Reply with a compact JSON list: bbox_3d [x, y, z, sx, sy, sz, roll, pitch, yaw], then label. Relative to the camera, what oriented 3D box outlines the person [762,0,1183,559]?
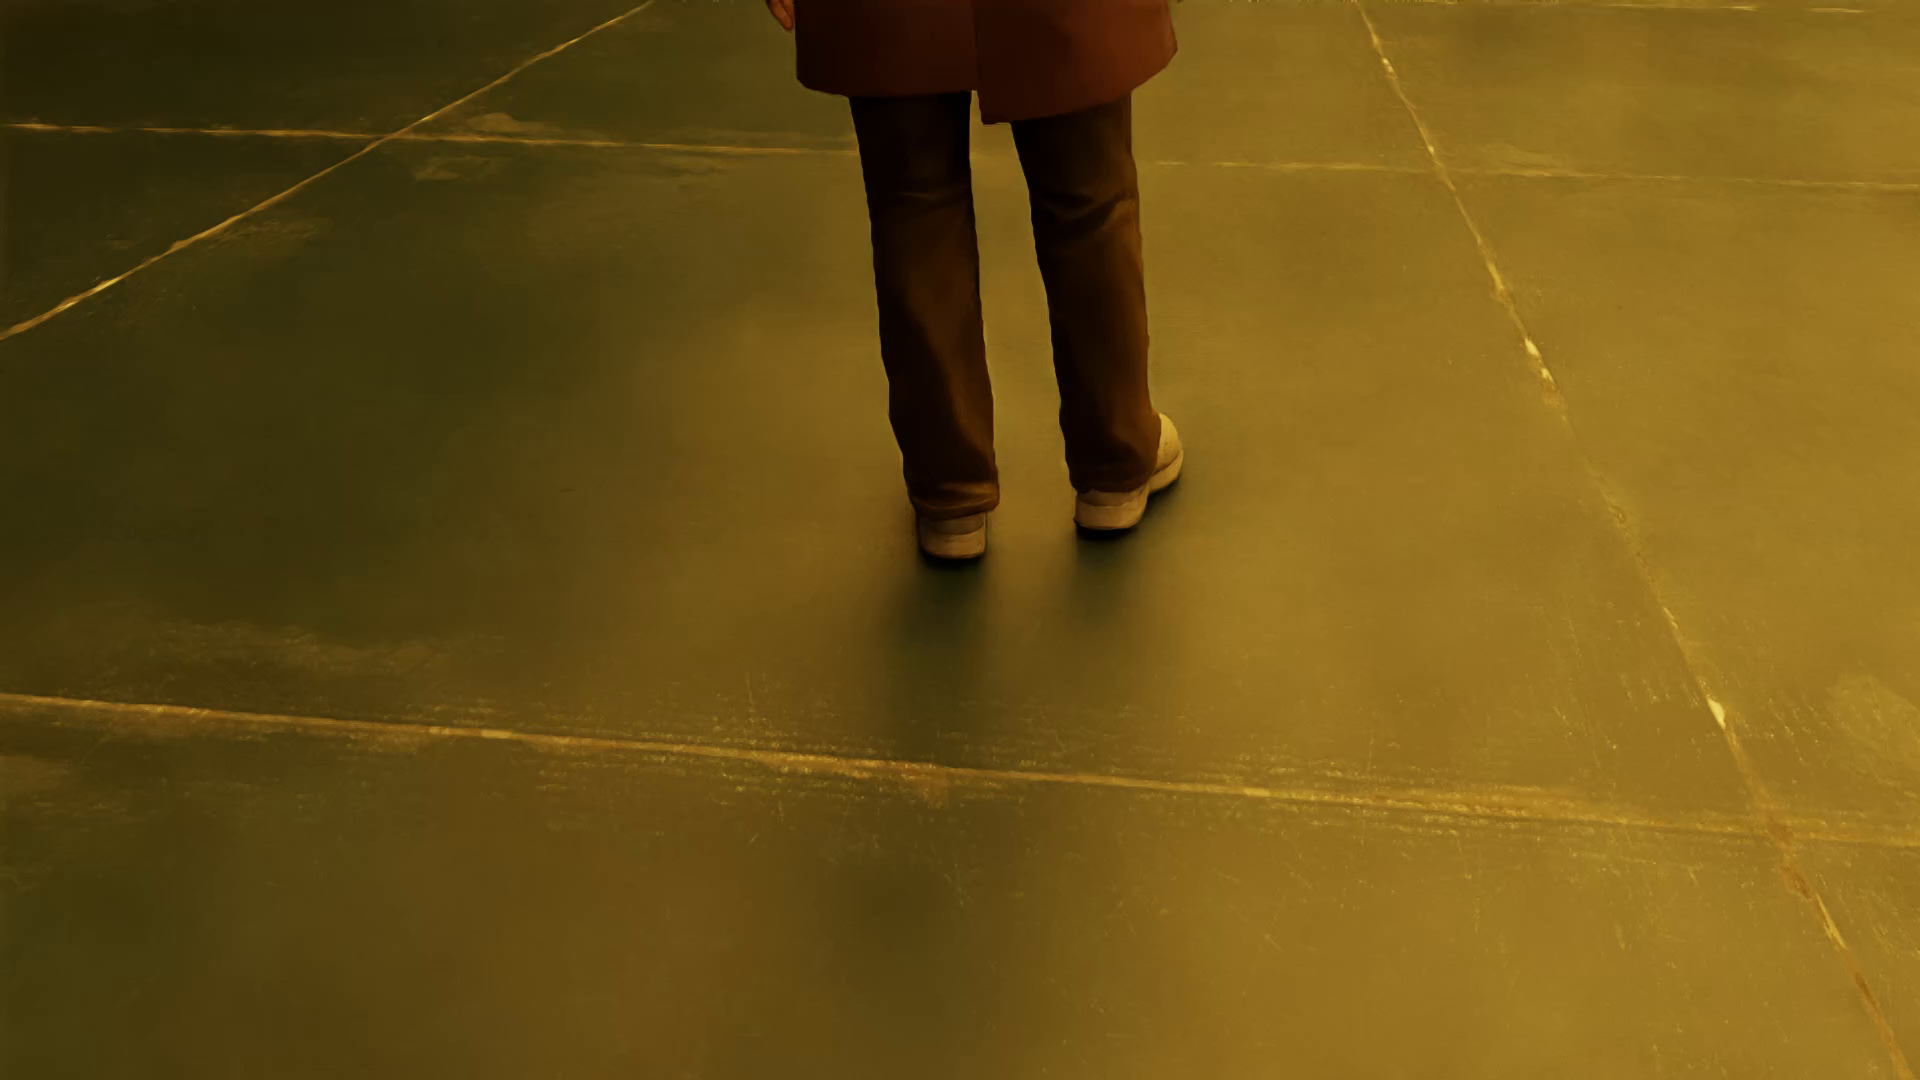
[{"bbox_3d":[0.017,-0.842,2.180,0.694,1.776,0.580,3,27,7],"label":"person"}]
